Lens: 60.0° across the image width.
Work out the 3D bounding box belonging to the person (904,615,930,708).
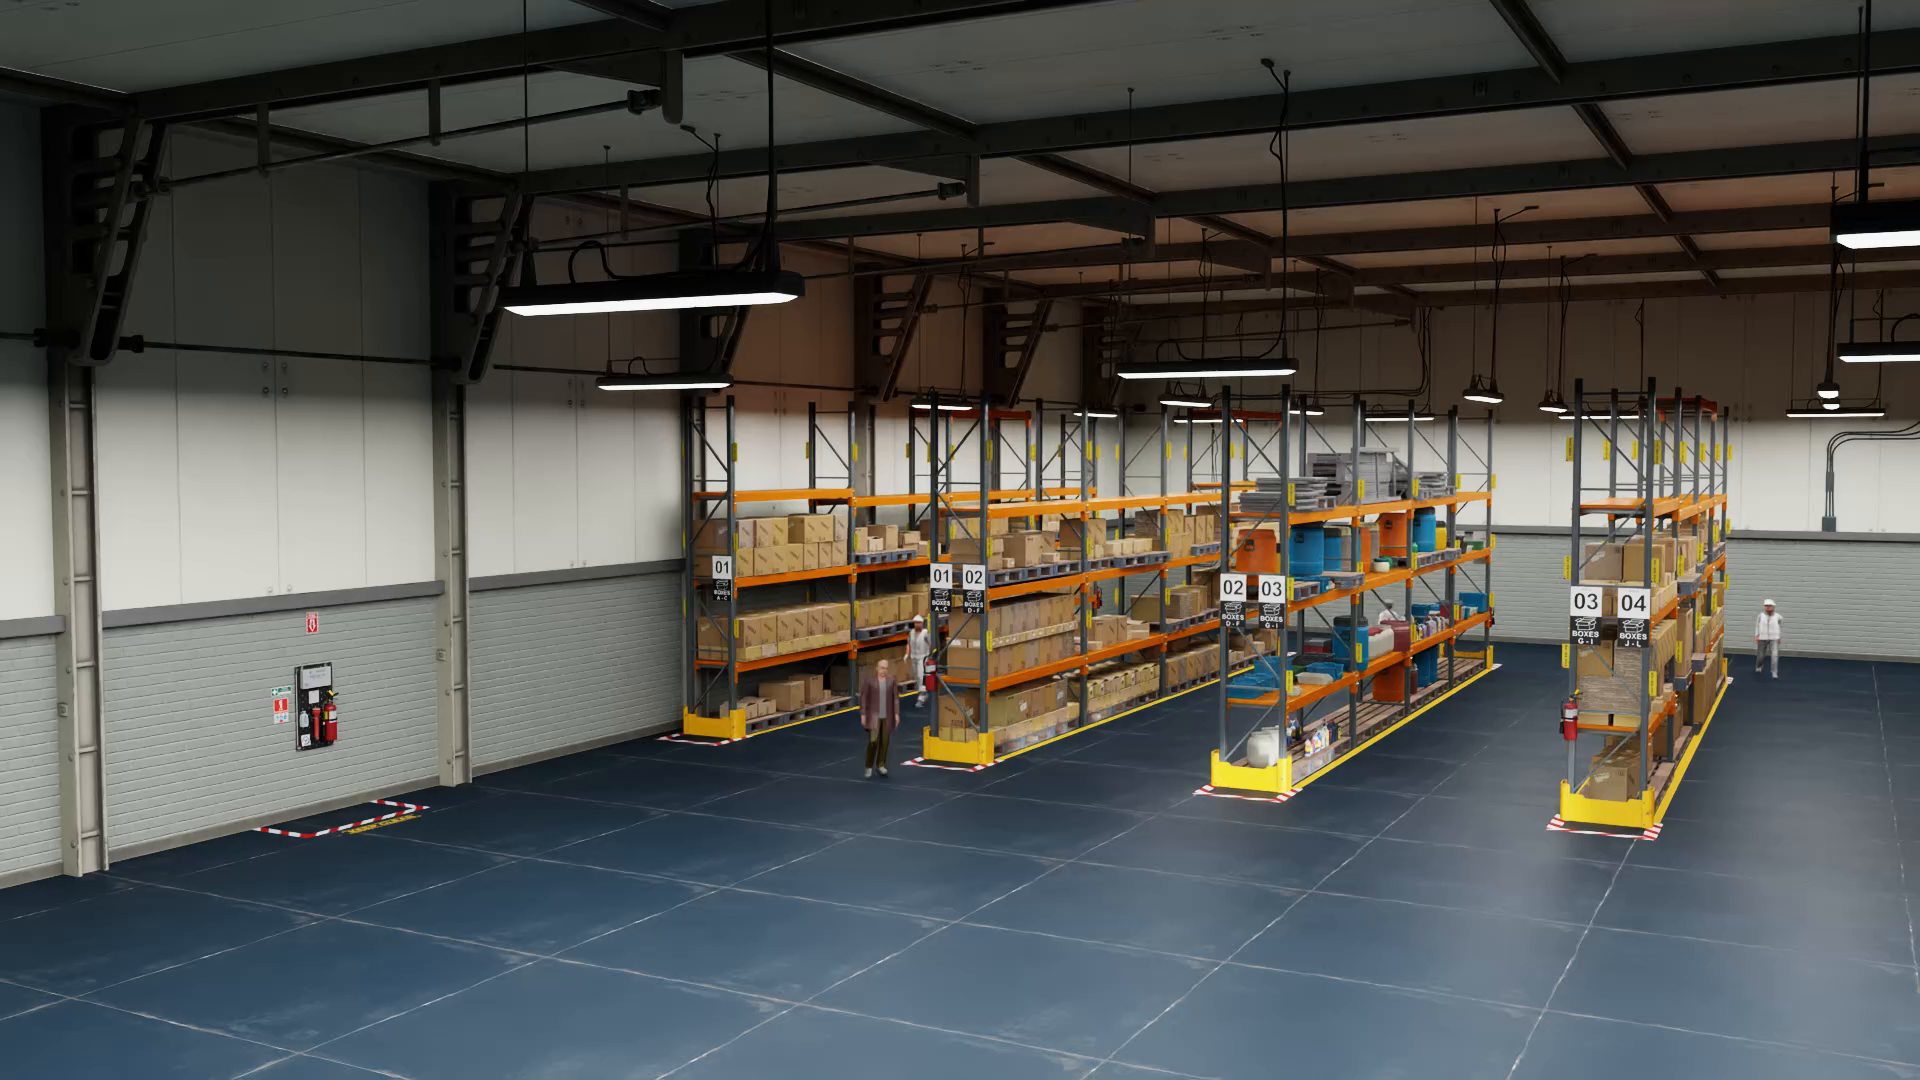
[{"bbox_3d":[-0.812,2.379,32.932,0.631,1.759,0.812,2,4,39],"label":"person"}]

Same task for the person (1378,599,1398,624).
[{"bbox_3d":[9.689,2.198,37.671,0.518,1.708,0.360,0,3,-1],"label":"person"}]

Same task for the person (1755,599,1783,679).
[{"bbox_3d":[17.953,2.181,36.890,0.573,1.735,1.017,1,3,18],"label":"person"}]

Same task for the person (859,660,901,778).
[{"bbox_3d":[-1.236,2.773,25.712,0.609,1.847,0.478,-1,3,-22],"label":"person"}]
